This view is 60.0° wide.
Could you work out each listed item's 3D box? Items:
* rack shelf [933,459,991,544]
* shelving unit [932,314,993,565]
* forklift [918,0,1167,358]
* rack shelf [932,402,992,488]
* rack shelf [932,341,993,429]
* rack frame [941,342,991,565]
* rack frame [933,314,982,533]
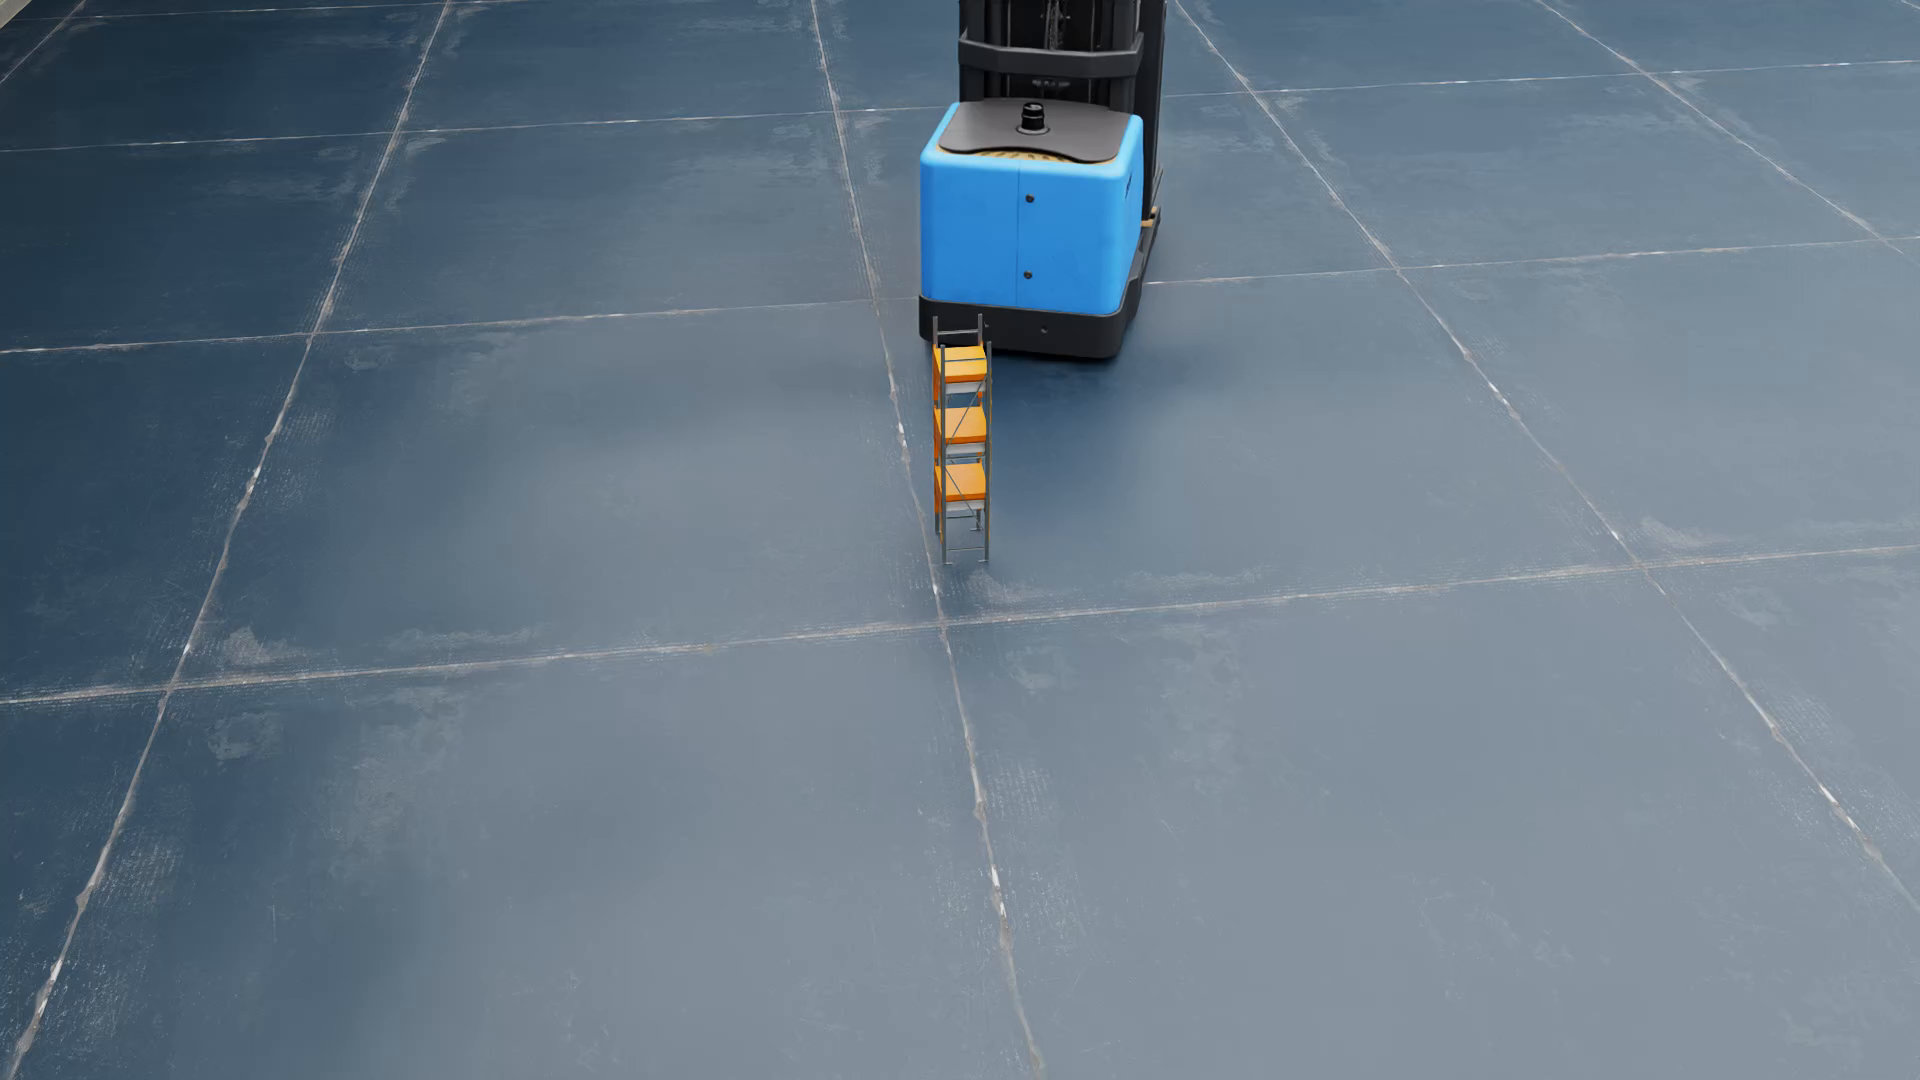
[{"bbox_3d":[0.007,-0.166,7.073,0.215,0.259,0.240,-4,35,-6],"label":"rack shelf"},{"bbox_3d":[0.007,-0.404,6.911,0.215,1.050,0.252,-4,35,-6],"label":"shelving unit"},{"bbox_3d":[0.587,-2.962,8.994,1.130,2.935,3.031,7,35,10],"label":"forklift"},{"bbox_3d":[0.007,-0.395,6.916,0.215,0.259,0.240,-4,35,-6],"label":"rack shelf"},{"bbox_3d":[0.007,-0.630,6.757,0.215,0.259,0.240,-4,35,-6],"label":"rack shelf"},{"bbox_3d":[0.024,-0.336,6.811,0.200,1.050,0.008,-4,35,-6],"label":"rack frame"},{"bbox_3d":[-0.009,-0.472,7.010,0.200,1.050,0.008,-4,35,-6],"label":"rack frame"}]
